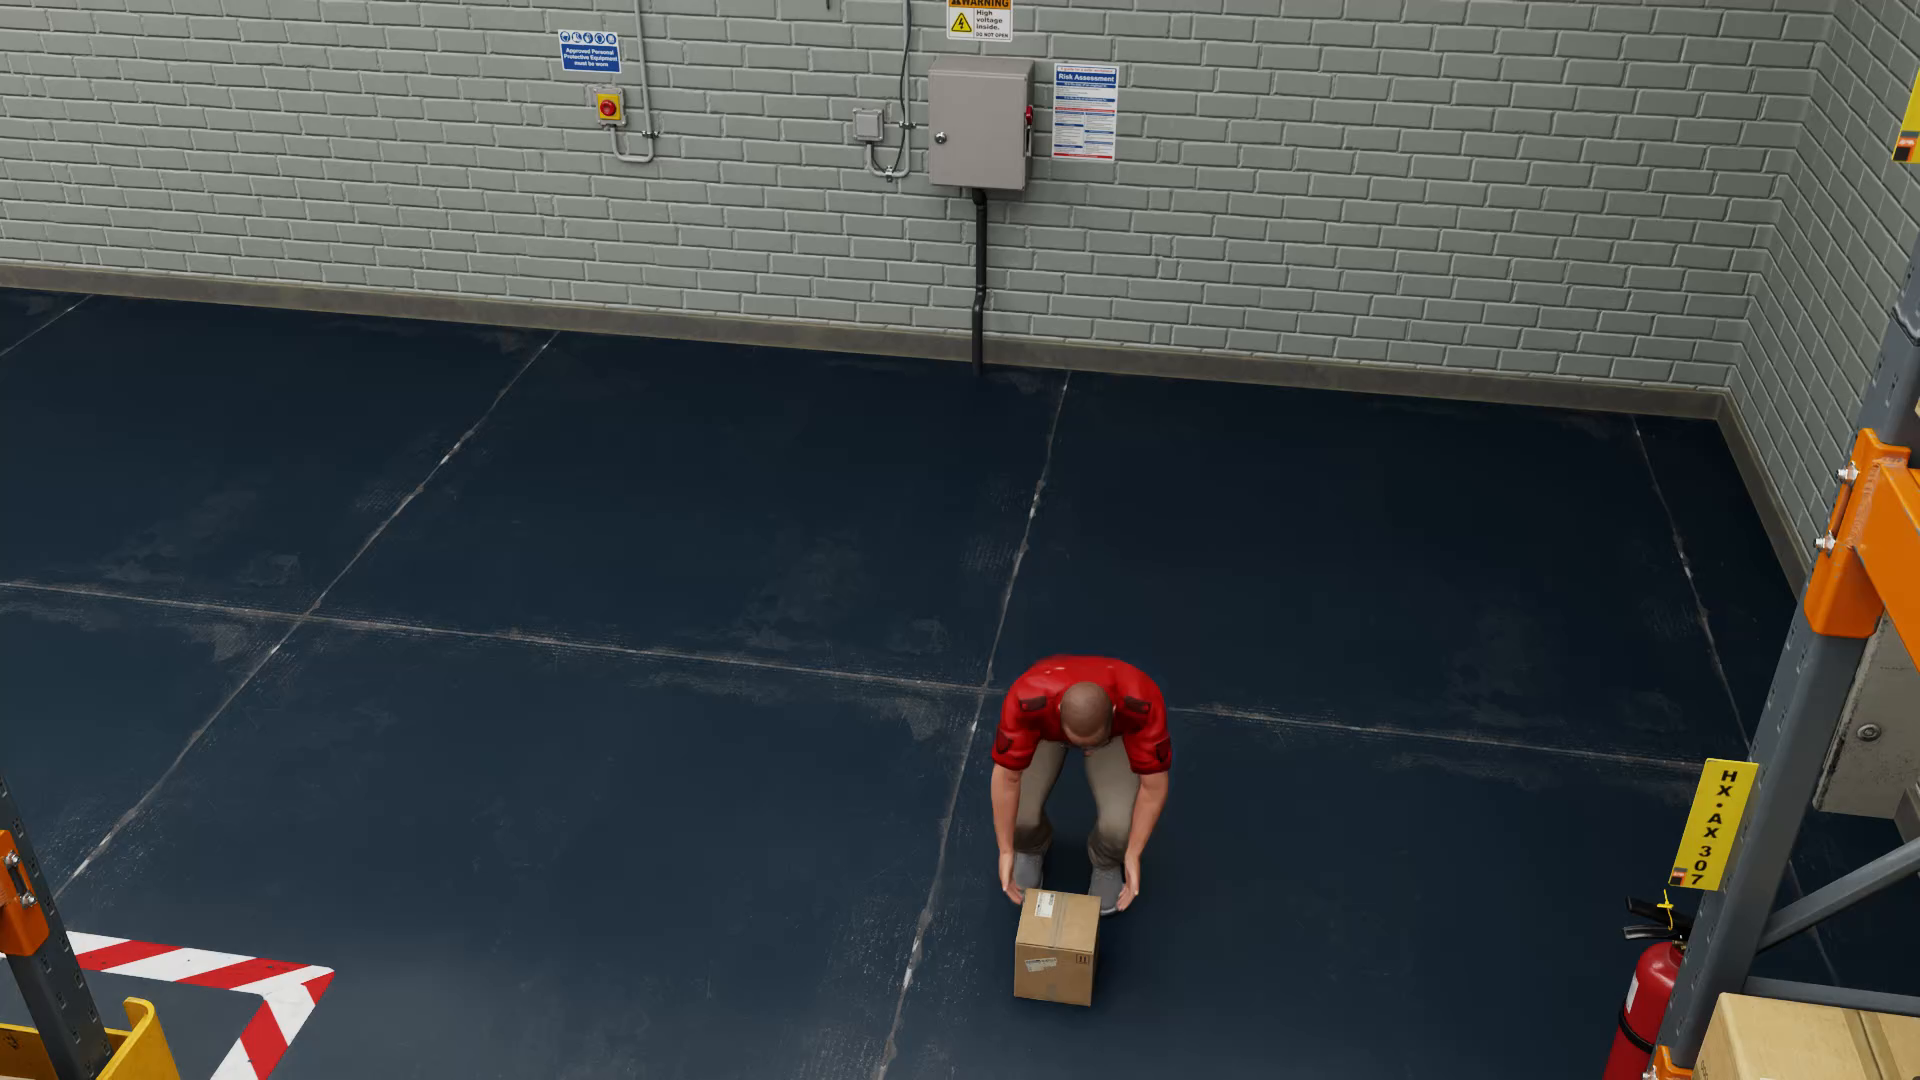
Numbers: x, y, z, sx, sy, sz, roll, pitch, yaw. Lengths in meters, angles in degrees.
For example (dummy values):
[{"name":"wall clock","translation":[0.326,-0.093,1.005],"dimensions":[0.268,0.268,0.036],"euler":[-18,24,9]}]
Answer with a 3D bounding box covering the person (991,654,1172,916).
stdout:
[{"name":"person","translation":[0.408,0.753,5.513],"dimensions":[0.577,1.142,0.823],"euler":[5,33,8]}]
